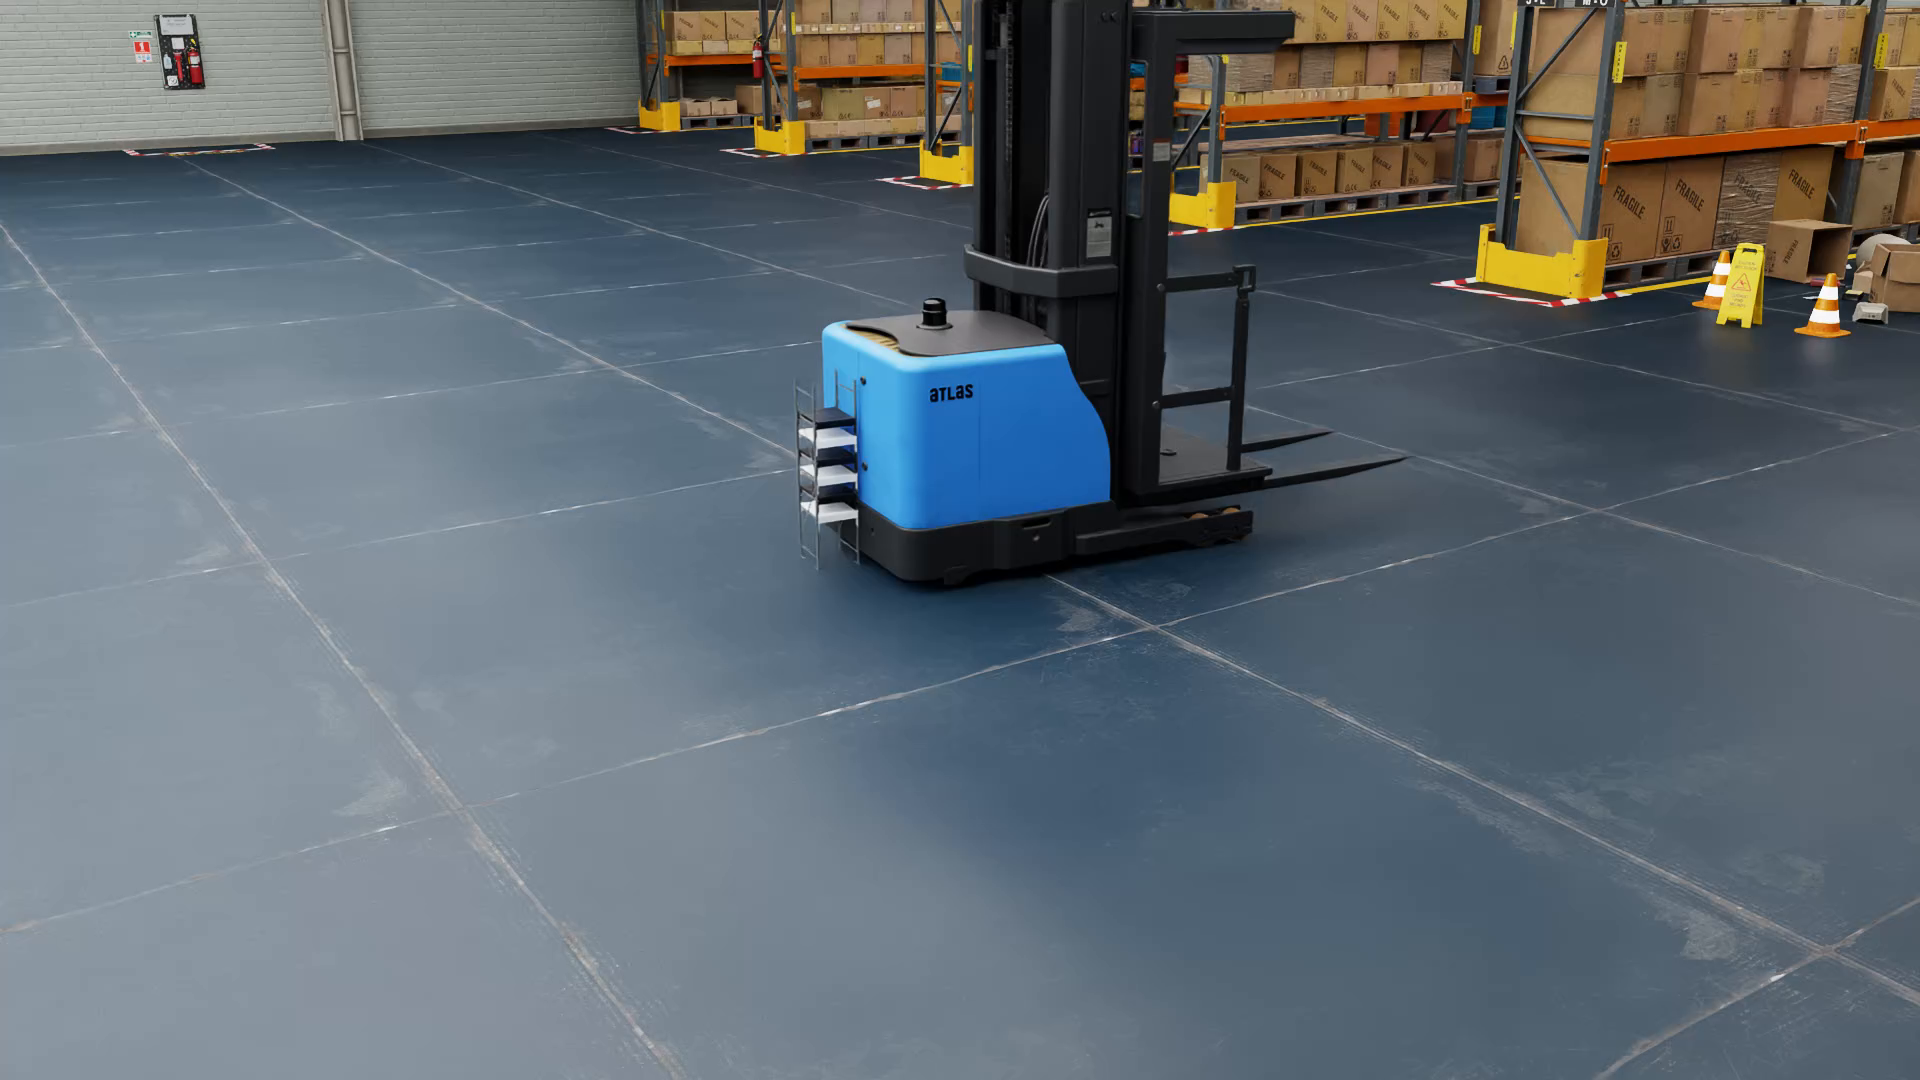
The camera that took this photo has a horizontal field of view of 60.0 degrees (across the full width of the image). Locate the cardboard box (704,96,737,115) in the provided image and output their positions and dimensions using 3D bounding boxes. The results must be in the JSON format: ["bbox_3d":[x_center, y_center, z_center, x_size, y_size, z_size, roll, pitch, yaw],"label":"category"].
[{"bbox_3d":[-4.503,-8.148,31.174,0.500,0.311,0.500,-10,21,-27],"label":"cardboard box"}]

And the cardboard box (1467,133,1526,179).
[{"bbox_3d":[6.840,-4.950,21.421,0.500,0.500,0.700,-12,22,-32],"label":"cardboard box"}]

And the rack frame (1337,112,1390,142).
[{"bbox_3d":[6.523,-7.774,26.557,0.127,3.000,1.000,-12,22,-31],"label":"rack frame"}]

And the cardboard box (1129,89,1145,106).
[{"bbox_3d":[3.070,-8.010,30.018,0.500,0.311,0.500,-12,22,-32],"label":"cardboard box"}]

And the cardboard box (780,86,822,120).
[{"bbox_3d":[-2.595,-7.116,27.078,0.500,0.500,0.500,-12,22,-31],"label":"cardboard box"}]

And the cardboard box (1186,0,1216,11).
[{"bbox_3d":[2.889,-5.865,18.728,0.500,0.500,0.500,-12,22,-31],"label":"cardboard box"}]

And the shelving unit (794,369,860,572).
[{"bbox_3d":[-0.623,-0.326,7.804,0.210,0.900,0.258,-9,21,-25],"label":"shelving unit"}]

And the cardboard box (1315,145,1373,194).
[{"bbox_3d":[4.601,-4.467,20.020,0.500,0.500,0.500,-14,23,-36],"label":"cardboard box"}]

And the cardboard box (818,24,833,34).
[{"bbox_3d":[-2.214,-8.104,26.364,0.250,0.149,0.380,-13,22,-33],"label":"cardboard box"}]

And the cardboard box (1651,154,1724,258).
[{"bbox_3d":[6.473,-3.181,15.632,0.875,0.875,0.875,-12,22,-32],"label":"cardboard box"}]

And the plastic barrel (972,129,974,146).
[{"bbox_3d":[0.350,-5.522,23.123,0.421,0.512,0.421,0,19,0],"label":"plastic barrel"}]

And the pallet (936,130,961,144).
[{"bbox_3d":[-0.226,-6.945,28.459,1.213,0.211,1.003,-12,22,-31],"label":"pallet"}]

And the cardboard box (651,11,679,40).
[{"bbox_3d":[-5.330,-9.449,30.542,0.500,0.500,0.500,-12,22,-32],"label":"cardboard box"}]

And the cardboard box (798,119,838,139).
[{"bbox_3d":[-2.309,-6.622,26.786,0.500,0.250,0.500,-12,22,-31],"label":"cardboard box"}]

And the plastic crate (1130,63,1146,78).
[{"bbox_3d":[2.408,-6.732,23.705,0.616,0.251,0.499,-12,22,-31],"label":"plastic crate"}]

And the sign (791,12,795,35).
[{"bbox_3d":[-2.579,-7.989,25.716,0.005,0.325,0.100,-12,22,-31],"label":"sign"}]

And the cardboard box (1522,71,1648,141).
[{"bbox_3d":[5.494,-3.844,14.698,0.550,0.550,0.875,-12,22,-31],"label":"cardboard box"}]

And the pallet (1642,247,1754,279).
[{"bbox_3d":[6.852,-2.750,16.050,1.213,0.211,1.003,-12,22,-31],"label":"pallet"}]

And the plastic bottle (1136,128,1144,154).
[{"bbox_3d":[2.643,-5.799,24.163,0.185,0.351,0.144,-13,23,-34],"label":"plastic bottle"}]

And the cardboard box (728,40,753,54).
[{"bbox_3d":[-4.170,-9.138,30.794,0.500,0.250,0.500,-12,22,-32],"label":"cardboard box"}]

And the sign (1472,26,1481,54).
[{"bbox_3d":[6.212,-6.011,19.990,0.005,0.325,0.100,-12,22,-31],"label":"sign"}]

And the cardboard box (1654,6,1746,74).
[{"bbox_3d":[6.492,-4.517,15.003,0.550,0.550,0.875,-12,22,-31],"label":"cardboard box"}]

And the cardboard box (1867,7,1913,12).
[{"bbox_3d":[14.533,-8.090,26.091,0.500,0.500,0.500,-13,22,-33],"label":"cardboard box"}]

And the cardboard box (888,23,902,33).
[{"bbox_3d":[-1.149,-8.327,27.024,0.250,0.149,0.380,-12,22,-31],"label":"cardboard box"}]

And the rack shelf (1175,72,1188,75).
[{"bbox_3d":[4.853,-7.081,25.630,4.000,0.370,1.077,-12,22,-31],"label":"rack shelf"}]

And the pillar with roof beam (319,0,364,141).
[{"bbox_3d":[-8.141,-10.003,23.783,0.400,9.000,9.100,-12,22,-31],"label":"pillar with roof beam"}]

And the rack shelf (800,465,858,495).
[{"bbox_3d":[-0.623,-0.294,7.814,0.200,0.077,0.258,-9,21,-25],"label":"rack shelf"}]

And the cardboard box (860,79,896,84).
[{"bbox_3d":[-1.660,-8.878,33.038,0.500,0.500,0.700,-11,22,-30],"label":"cardboard box"}]

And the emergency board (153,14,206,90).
[{"bbox_3d":[-12.594,-7.888,26.893,0.643,1.169,0.194,-12,22,-31],"label":"emergency board"}]

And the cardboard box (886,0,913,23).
[{"bbox_3d":[-1.163,-8.712,27.149,0.500,0.500,0.700,-12,22,-31],"label":"cardboard box"}]

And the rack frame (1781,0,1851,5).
[{"bbox_3d":[12.588,-7.154,24.722,0.127,3.000,1.000,-12,22,-31],"label":"rack frame"}]

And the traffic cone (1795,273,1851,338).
[{"bbox_3d":[6.772,-1.846,12.981,0.334,0.463,0.336,-12,22,-31],"label":"traffic cone"}]

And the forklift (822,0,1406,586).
[{"bbox_3d":[0.877,-1.492,8.081,3.031,2.935,1.130,-9,21,-25],"label":"forklift"}]

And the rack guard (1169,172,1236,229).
[{"bbox_3d":[2.629,-3.870,18.910,0.348,0.500,1.175,-12,22,-31],"label":"rack guard"}]

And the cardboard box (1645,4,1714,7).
[{"bbox_3d":[9.867,-7.096,22.830,0.637,0.503,0.797,-11,22,-30],"label":"cardboard box"}]

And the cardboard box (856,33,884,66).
[{"bbox_3d":[-1.628,-7.997,27.058,0.500,0.500,0.700,-12,22,-31],"label":"cardboard box"}]

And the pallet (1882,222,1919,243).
[{"bbox_3d":[10.173,-3.452,18.125,1.213,0.211,1.003,-12,22,-31],"label":"pallet"}]

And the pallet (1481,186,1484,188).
[{"bbox_3d":[7.576,-4.778,22.047,1.213,0.211,1.003,-12,22,-31],"label":"pallet"}]

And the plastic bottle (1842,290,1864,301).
[{"bbox_3d":[7.765,-2.129,14.447,0.133,0.061,0.283,13,23,34],"label":"plastic bottle"}]

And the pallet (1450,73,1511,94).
[{"bbox_3d":[6.625,-5.750,20.868,1.213,0.211,1.003,-12,22,-31],"label":"pallet"}]

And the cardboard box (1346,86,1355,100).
[{"bbox_3d":[4.377,-5.226,19.410,0.250,0.149,0.380,-12,22,-31],"label":"cardboard box"}]

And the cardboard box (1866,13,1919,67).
[{"bbox_3d":[9.390,-5.102,16.934,0.500,0.500,0.700,-12,22,-32],"label":"cardboard box"}]

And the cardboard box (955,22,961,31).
[{"bbox_3d":[-0.073,-8.555,27.697,0.250,0.149,0.380,-13,22,-33],"label":"cardboard box"}]

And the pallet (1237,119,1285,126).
[{"bbox_3d":[5.465,-8.114,31.915,1.213,0.211,1.003,-12,22,-31],"label":"pallet"}]

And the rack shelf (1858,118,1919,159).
[{"bbox_3d":[10.221,-4.412,17.734,4.000,0.370,1.077,-12,22,-31],"label":"rack shelf"}]

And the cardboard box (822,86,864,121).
[{"bbox_3d":[-1.892,-7.066,26.928,0.500,0.500,0.500,-12,22,-31],"label":"cardboard box"}]

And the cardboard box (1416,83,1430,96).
[{"bbox_3d":[5.433,-5.440,20.044,0.250,0.149,0.380,-12,22,-31],"label":"cardboard box"}]

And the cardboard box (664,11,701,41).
[{"bbox_3d":[-5.043,-9.312,30.139,0.500,0.500,0.500,-12,22,-31],"label":"cardboard box"}]

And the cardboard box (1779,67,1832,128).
[{"bbox_3d":[7.802,-4.300,16.047,0.550,0.550,0.875,-12,22,-31],"label":"cardboard box"}]

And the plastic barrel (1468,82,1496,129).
[{"bbox_3d":[8.809,-7.468,28.271,0.708,0.901,0.600,-12,22,-31],"label":"plastic barrel"}]

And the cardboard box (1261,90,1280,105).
[{"bbox_3d":[3.372,-4.987,18.704,0.250,0.149,0.380,-12,22,-31],"label":"cardboard box"}]

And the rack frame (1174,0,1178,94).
[{"bbox_3d":[4.415,-11.129,36.479,0.127,3.000,1.000,-12,22,-31],"label":"rack frame"}]

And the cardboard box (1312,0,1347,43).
[{"bbox_3d":[4.014,-5.901,18.834,0.500,0.500,0.500,-12,22,-31],"label":"cardboard box"}]

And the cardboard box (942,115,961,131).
[{"bbox_3d":[-0.229,-7.066,28.100,0.500,0.250,0.500,-12,22,-31],"label":"cardboard box"}]

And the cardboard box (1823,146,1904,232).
[{"bbox_3d":[9.019,-3.667,17.265,0.750,0.750,1.050,-12,22,-32],"label":"cardboard box"}]

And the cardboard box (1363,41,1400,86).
[{"bbox_3d":[4.698,-5.677,19.732,0.500,0.500,0.875,-12,22,-31],"label":"cardboard box"}]
